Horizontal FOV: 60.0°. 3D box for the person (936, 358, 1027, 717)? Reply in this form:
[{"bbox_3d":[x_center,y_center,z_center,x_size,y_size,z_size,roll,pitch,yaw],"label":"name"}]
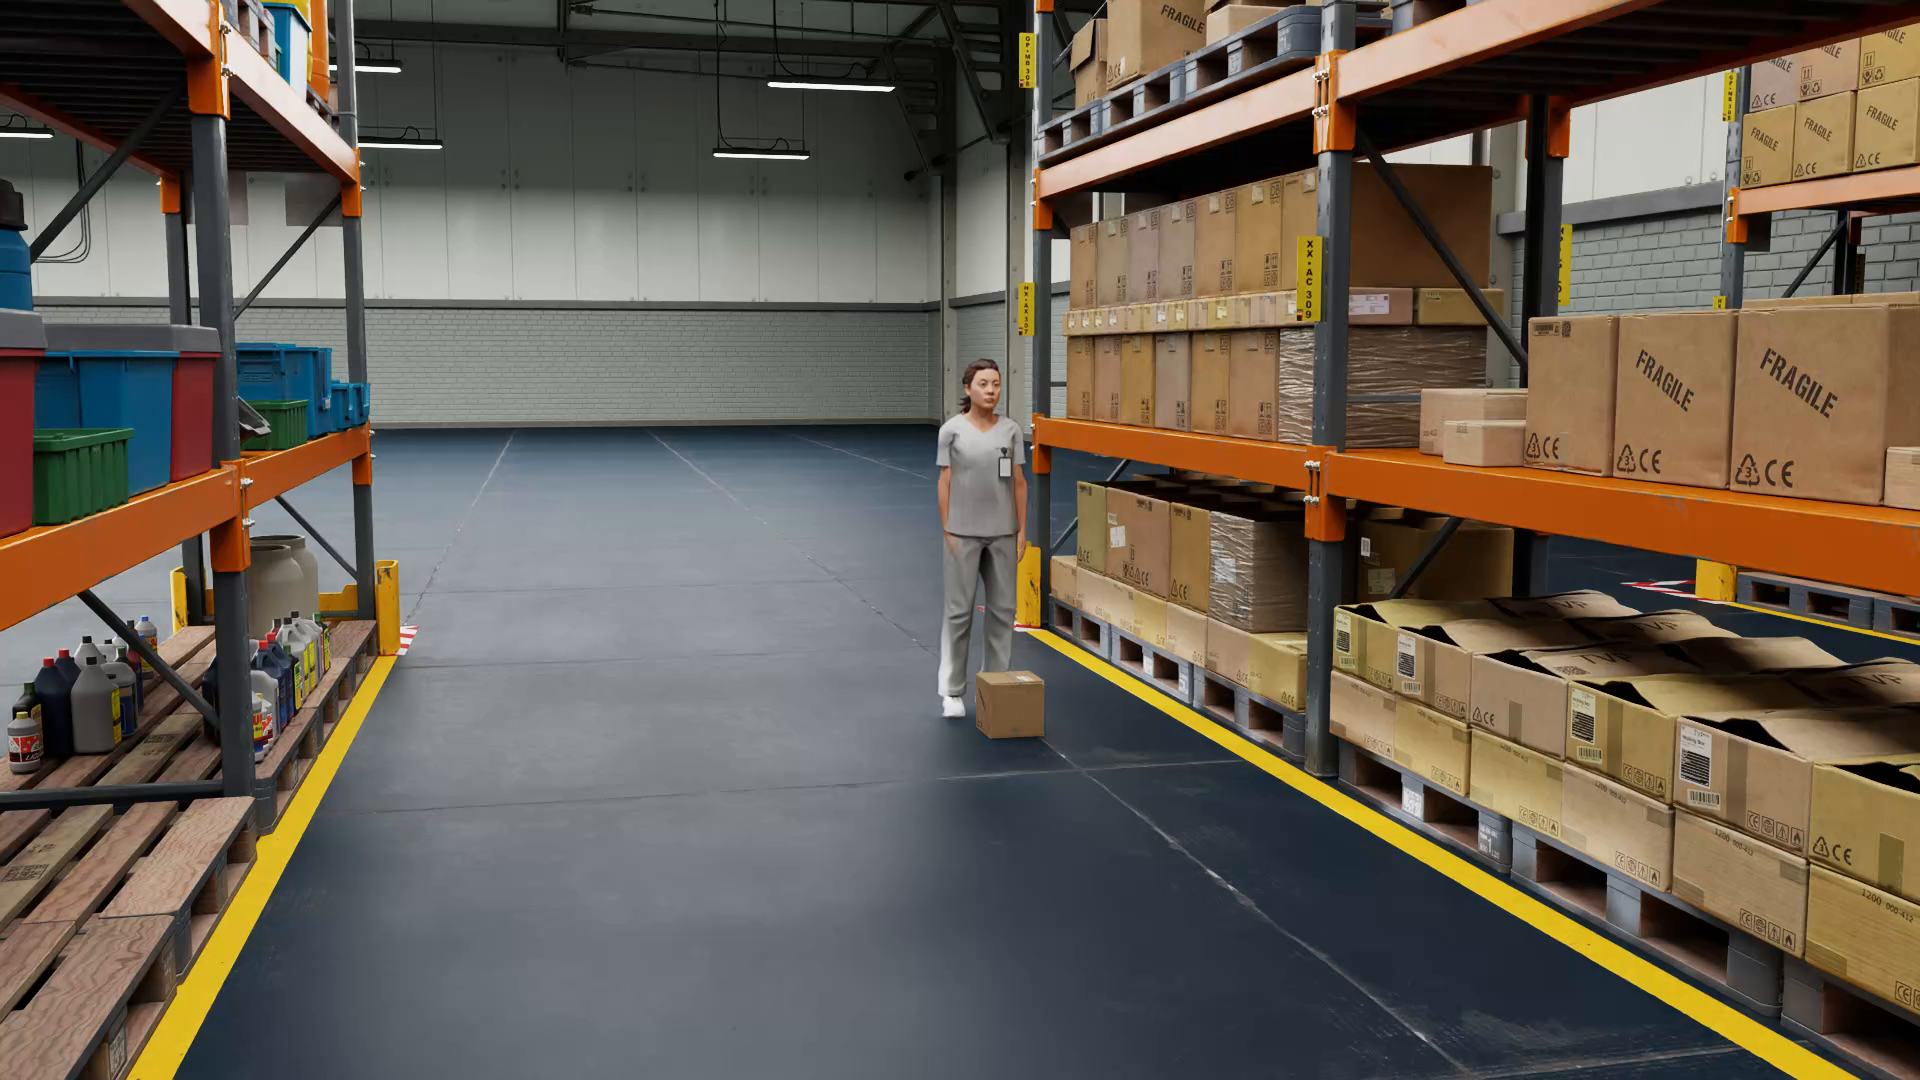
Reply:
[{"bbox_3d":[0.104,-0.017,7.851,0.438,1.675,0.359,-2,6,-14],"label":"person"}]
